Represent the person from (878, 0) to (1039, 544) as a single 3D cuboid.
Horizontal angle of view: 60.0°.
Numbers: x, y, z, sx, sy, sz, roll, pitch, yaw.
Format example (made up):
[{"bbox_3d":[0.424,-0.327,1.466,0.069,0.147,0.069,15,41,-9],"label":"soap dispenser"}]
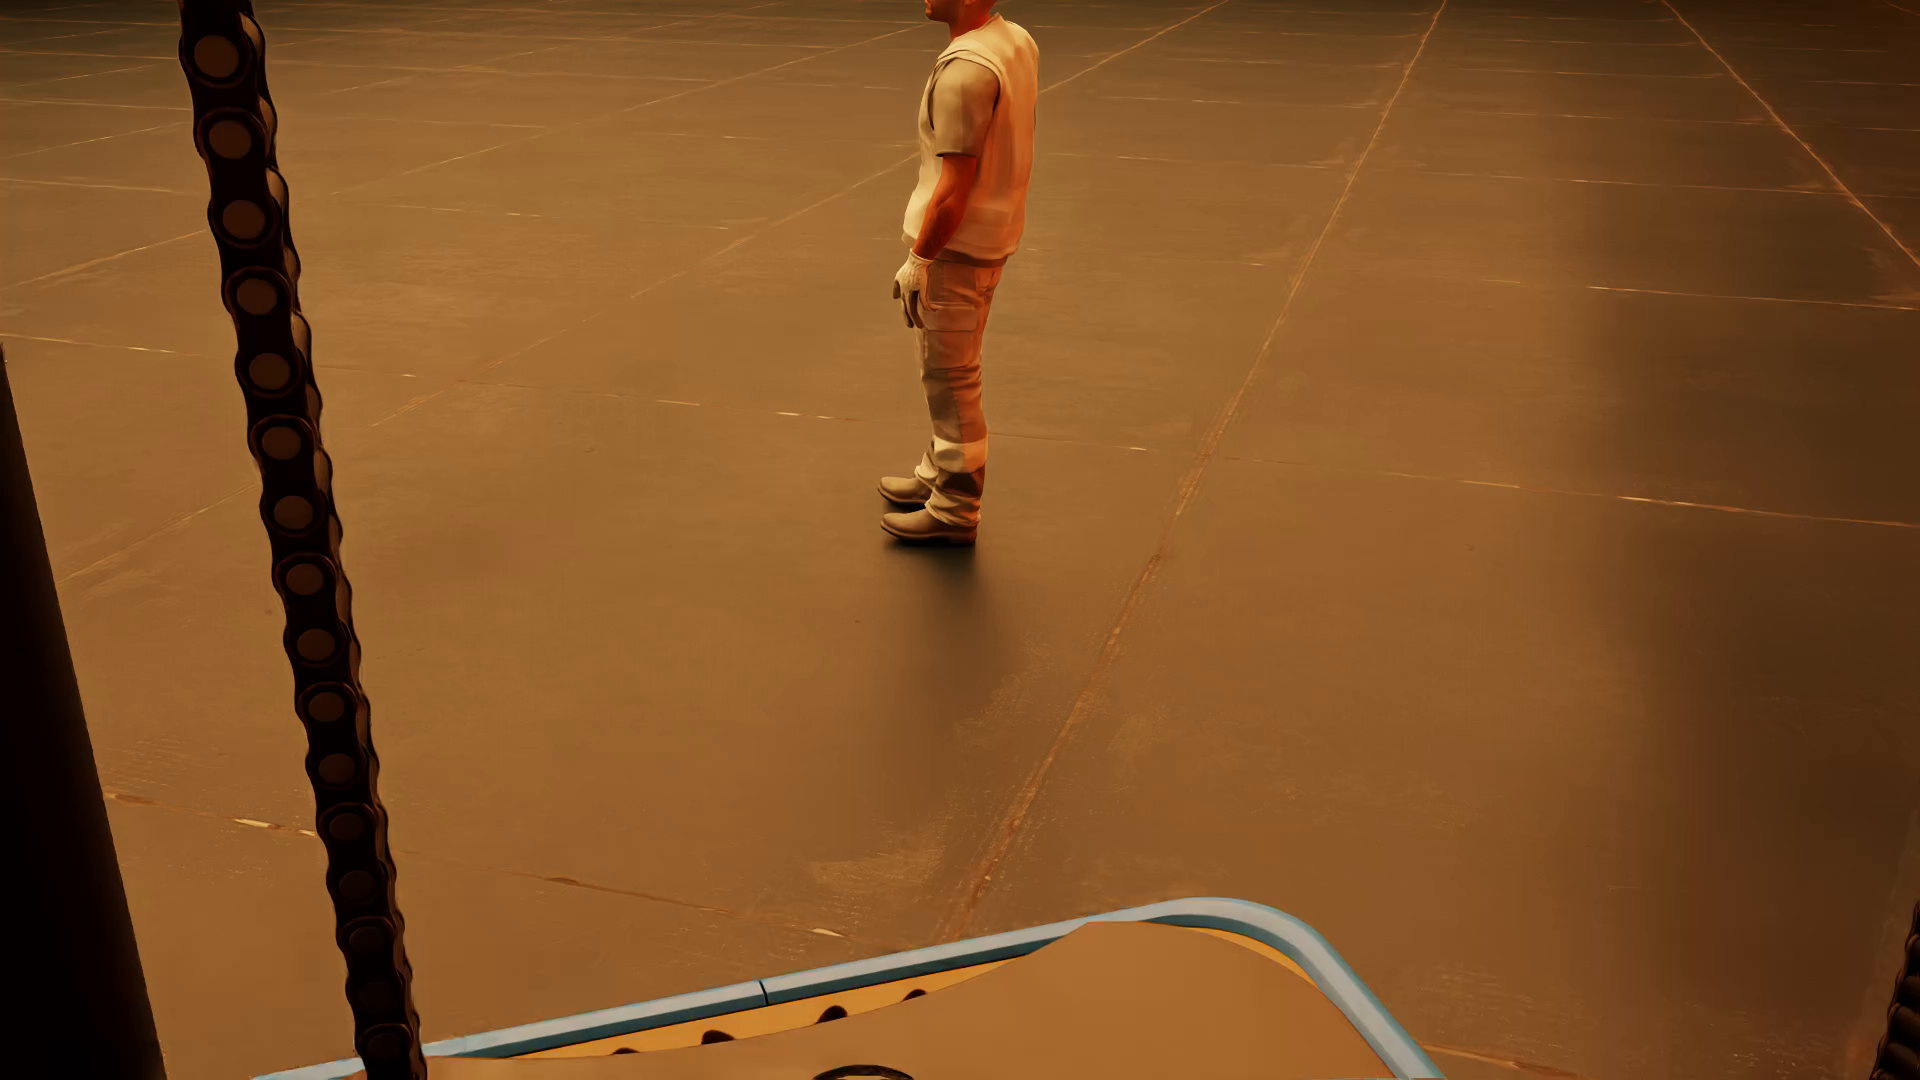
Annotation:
[{"bbox_3d":[-0.072,-0.848,4.809,0.564,1.787,0.637,7,23,16],"label":"person"}]
